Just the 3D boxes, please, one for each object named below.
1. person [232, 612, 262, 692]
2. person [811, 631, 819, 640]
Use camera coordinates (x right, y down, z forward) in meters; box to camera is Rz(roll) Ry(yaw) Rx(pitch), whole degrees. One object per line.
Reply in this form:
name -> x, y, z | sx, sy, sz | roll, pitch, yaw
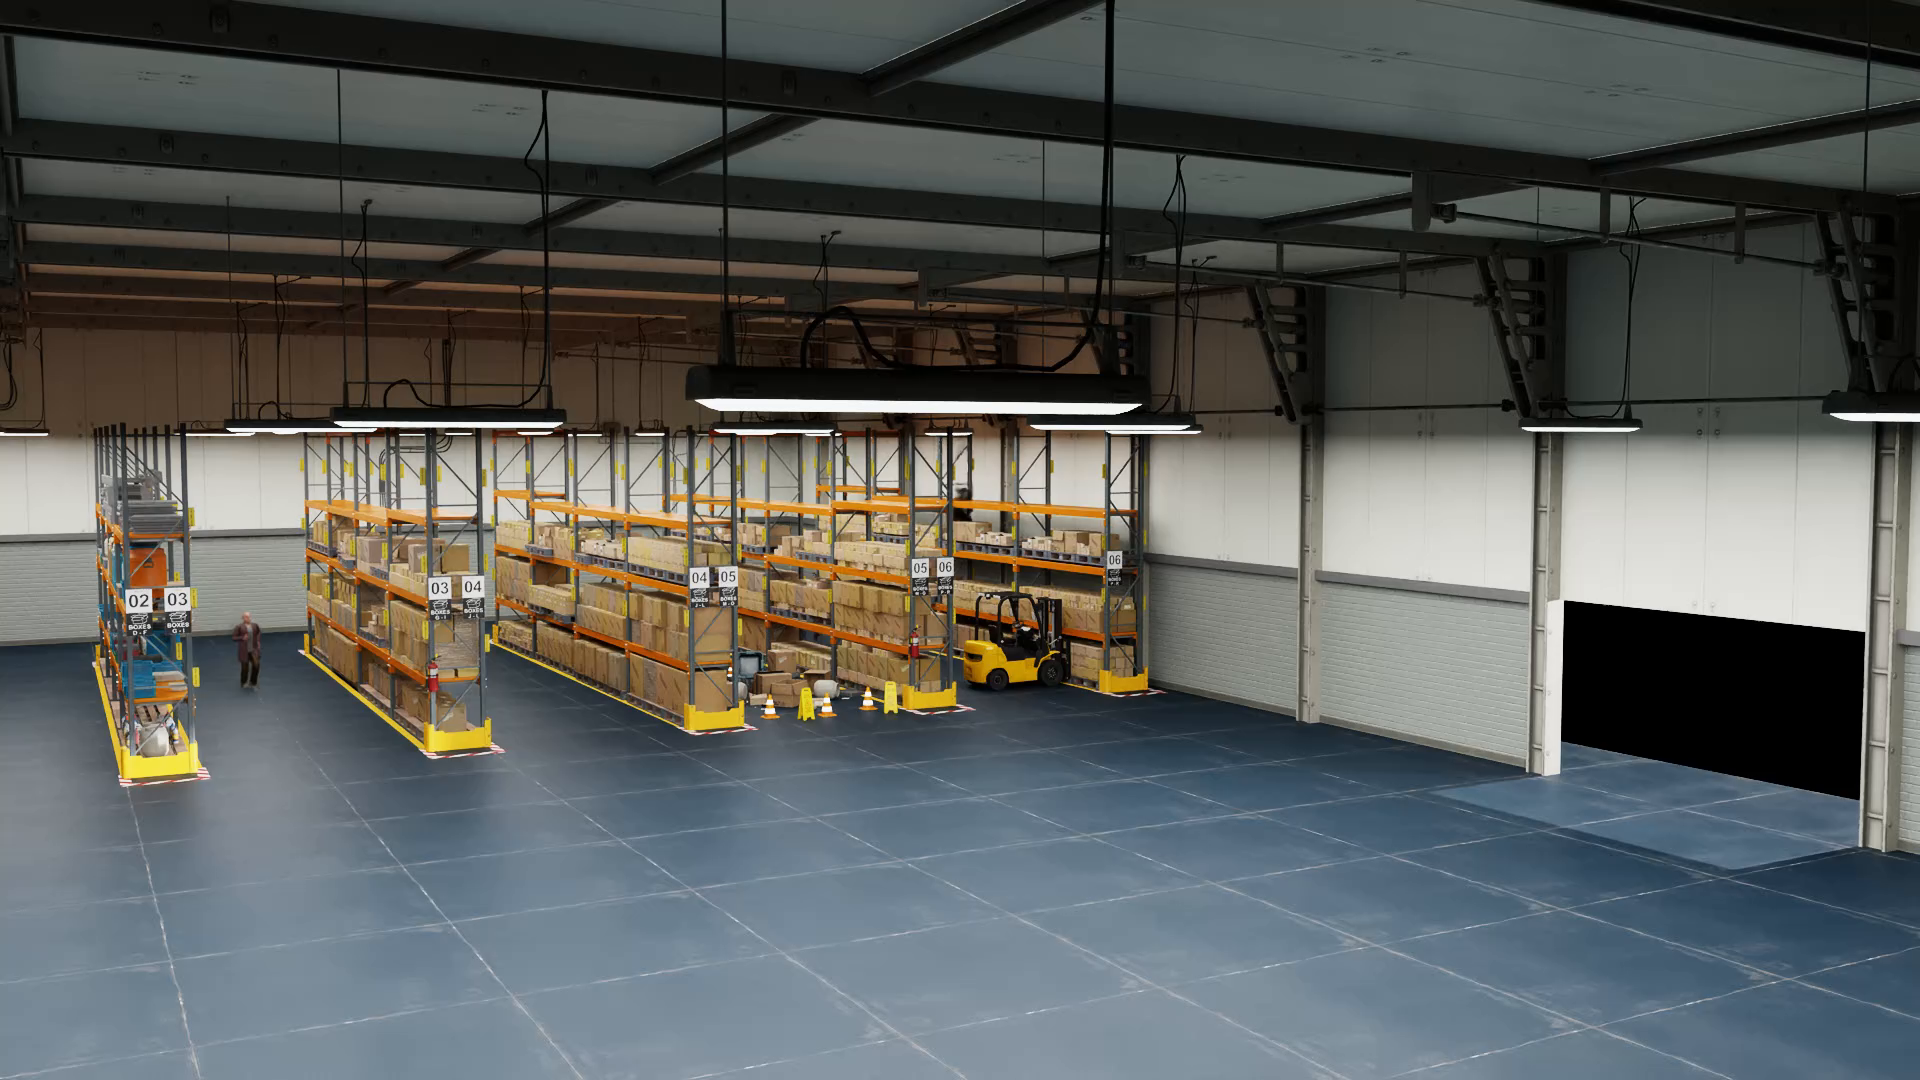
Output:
person -> -16.163, 2.551, 37.782 | 0.685, 1.826, 0.776 | -3, 4, -38
person -> -4.340, 2.084, 46.820 | 0.615, 1.653, 0.889 | -2, 4, -29
